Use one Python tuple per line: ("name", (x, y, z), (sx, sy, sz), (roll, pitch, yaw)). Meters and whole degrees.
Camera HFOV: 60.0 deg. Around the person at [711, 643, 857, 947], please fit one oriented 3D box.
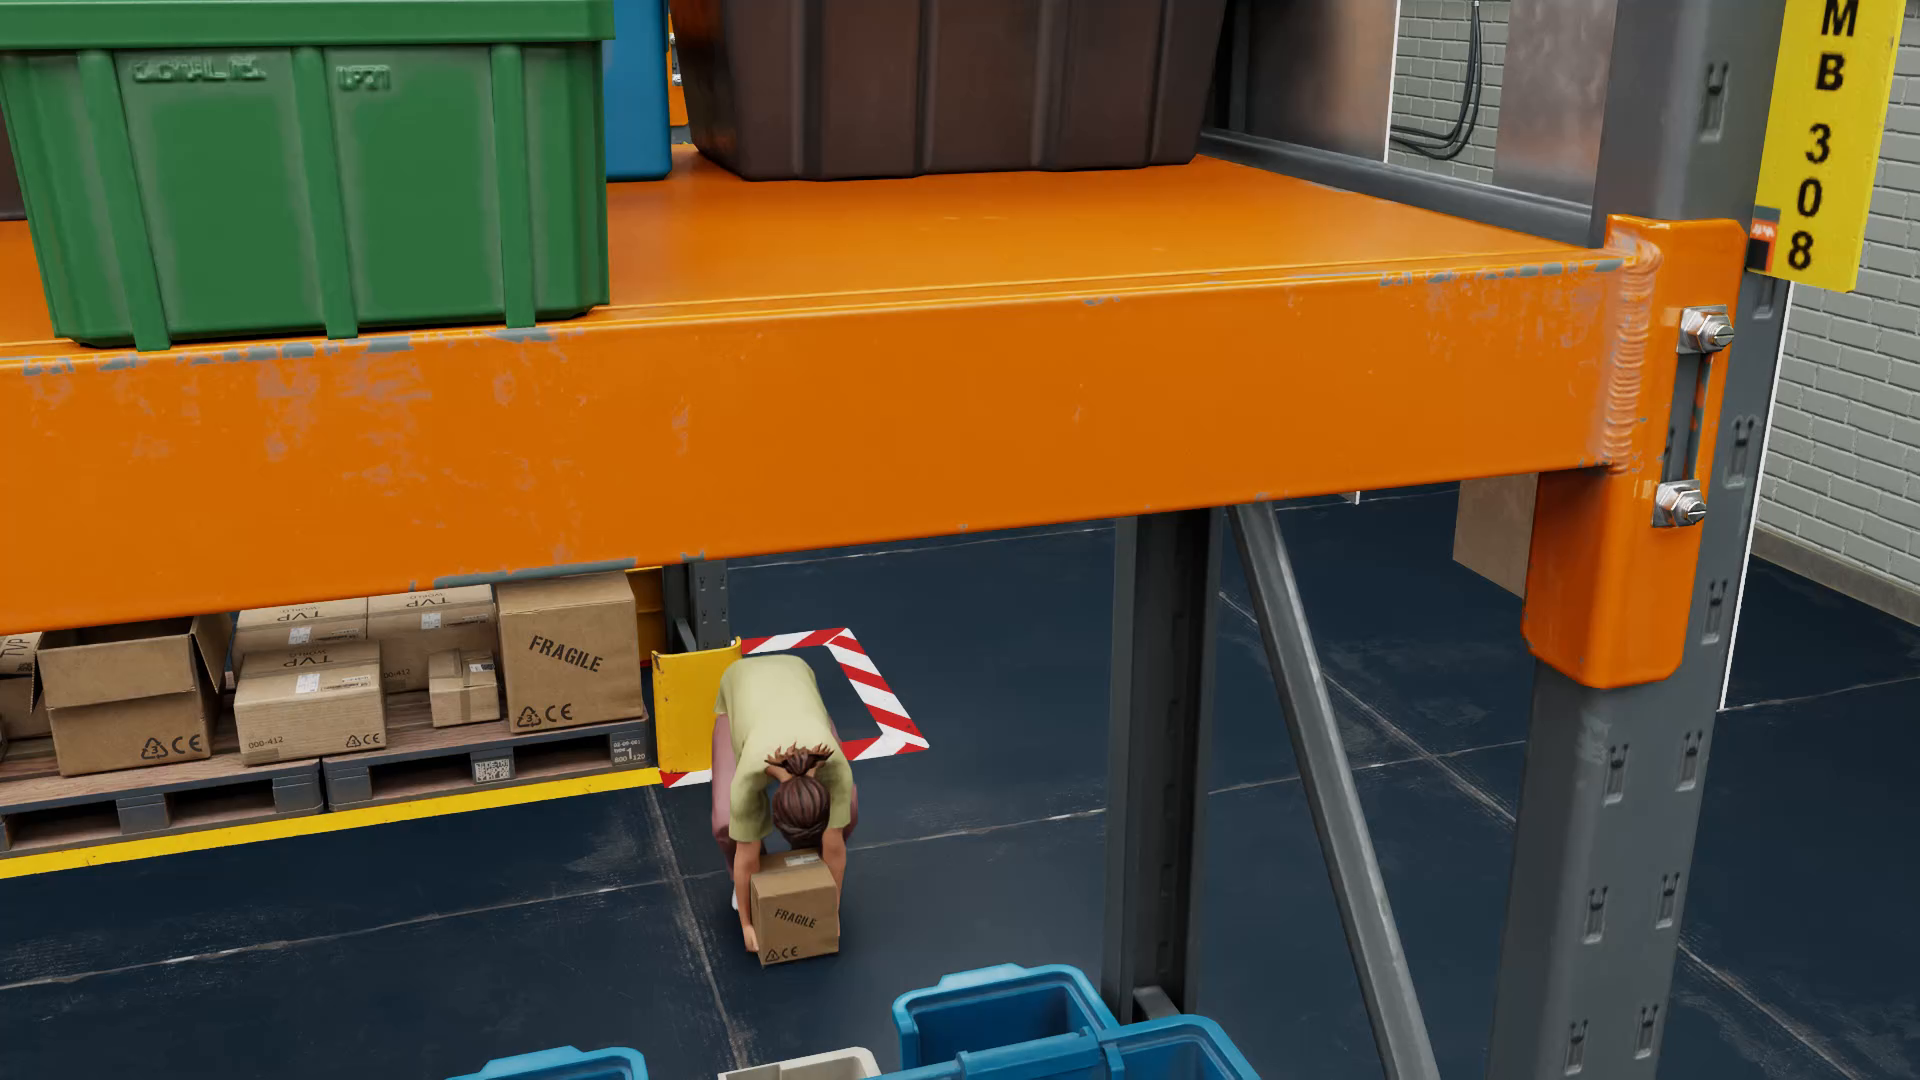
("person", (-0.570, 0.841, 5.383), (0.473, 0.870, 0.852), (-4, 20, -12))
